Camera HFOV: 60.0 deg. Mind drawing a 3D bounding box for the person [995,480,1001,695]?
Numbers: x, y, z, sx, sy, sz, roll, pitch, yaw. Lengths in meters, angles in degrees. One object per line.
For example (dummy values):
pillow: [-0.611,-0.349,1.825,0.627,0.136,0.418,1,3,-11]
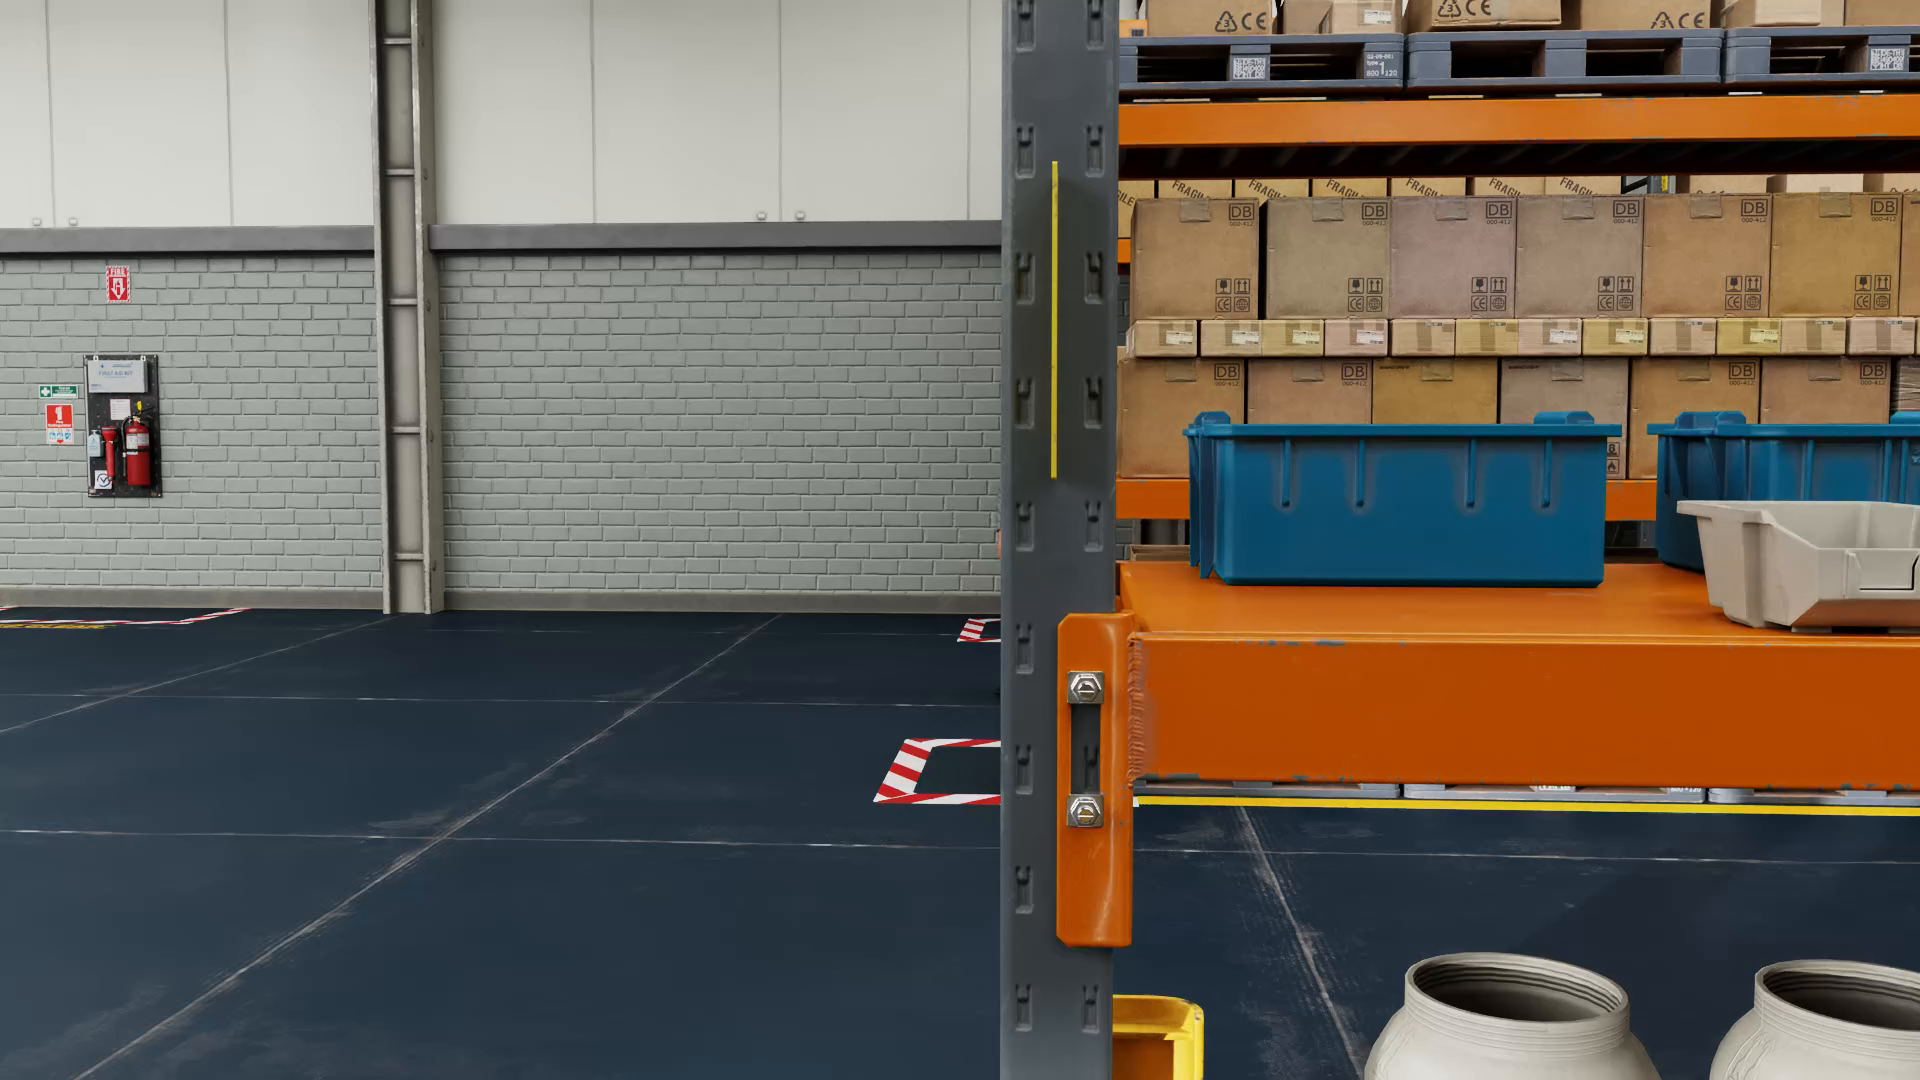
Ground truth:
person: [0.492,0.009,9.397,0.593,1.720,0.424,0,4,0]
